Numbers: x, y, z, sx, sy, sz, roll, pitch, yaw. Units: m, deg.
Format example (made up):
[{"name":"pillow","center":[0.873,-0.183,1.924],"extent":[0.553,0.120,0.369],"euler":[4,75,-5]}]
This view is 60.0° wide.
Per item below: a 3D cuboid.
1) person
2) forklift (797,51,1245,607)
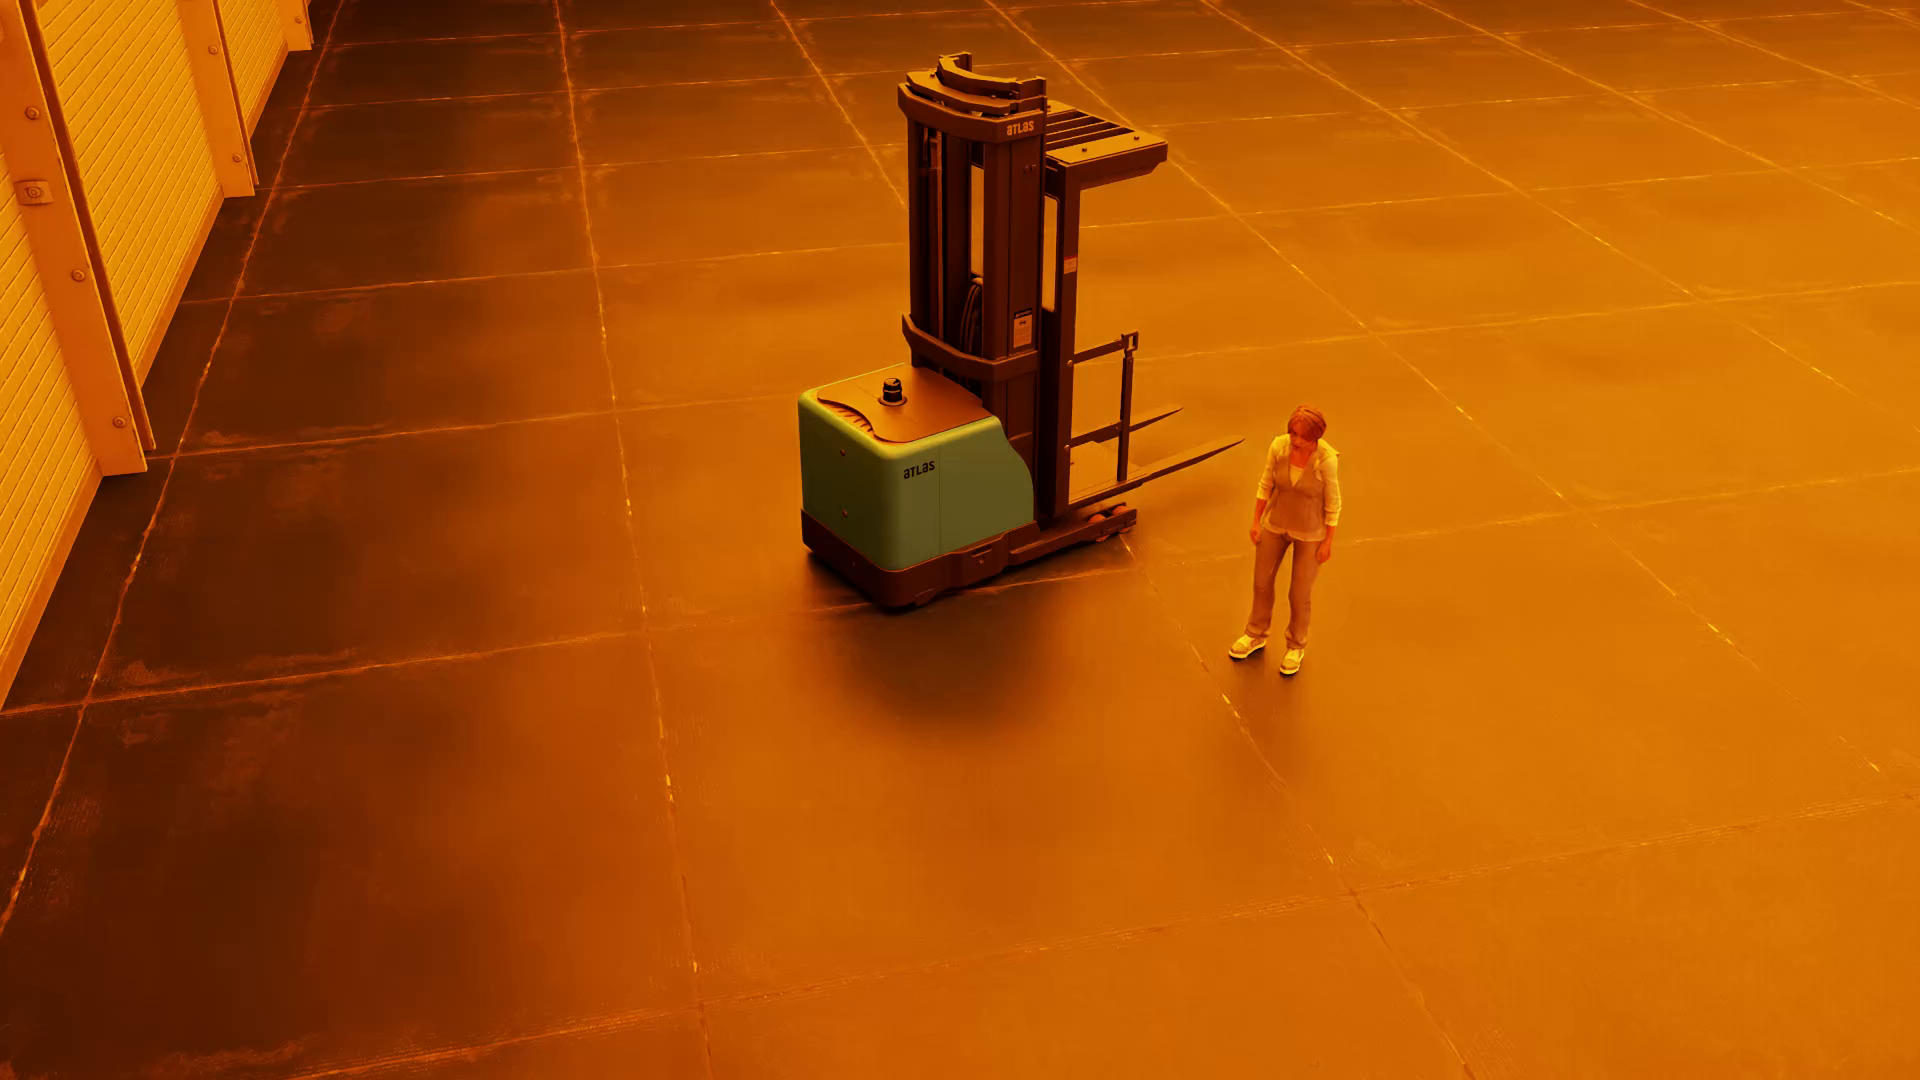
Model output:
[{"name":"person","center":[1.789,-0.031,8.966],"extent":[0.483,1.592,0.347],"euler":[17,34,27]},{"name":"forklift","center":[0.510,-1.454,10.086],"extent":[3.031,2.935,1.130],"euler":[-20,36,-31]}]
